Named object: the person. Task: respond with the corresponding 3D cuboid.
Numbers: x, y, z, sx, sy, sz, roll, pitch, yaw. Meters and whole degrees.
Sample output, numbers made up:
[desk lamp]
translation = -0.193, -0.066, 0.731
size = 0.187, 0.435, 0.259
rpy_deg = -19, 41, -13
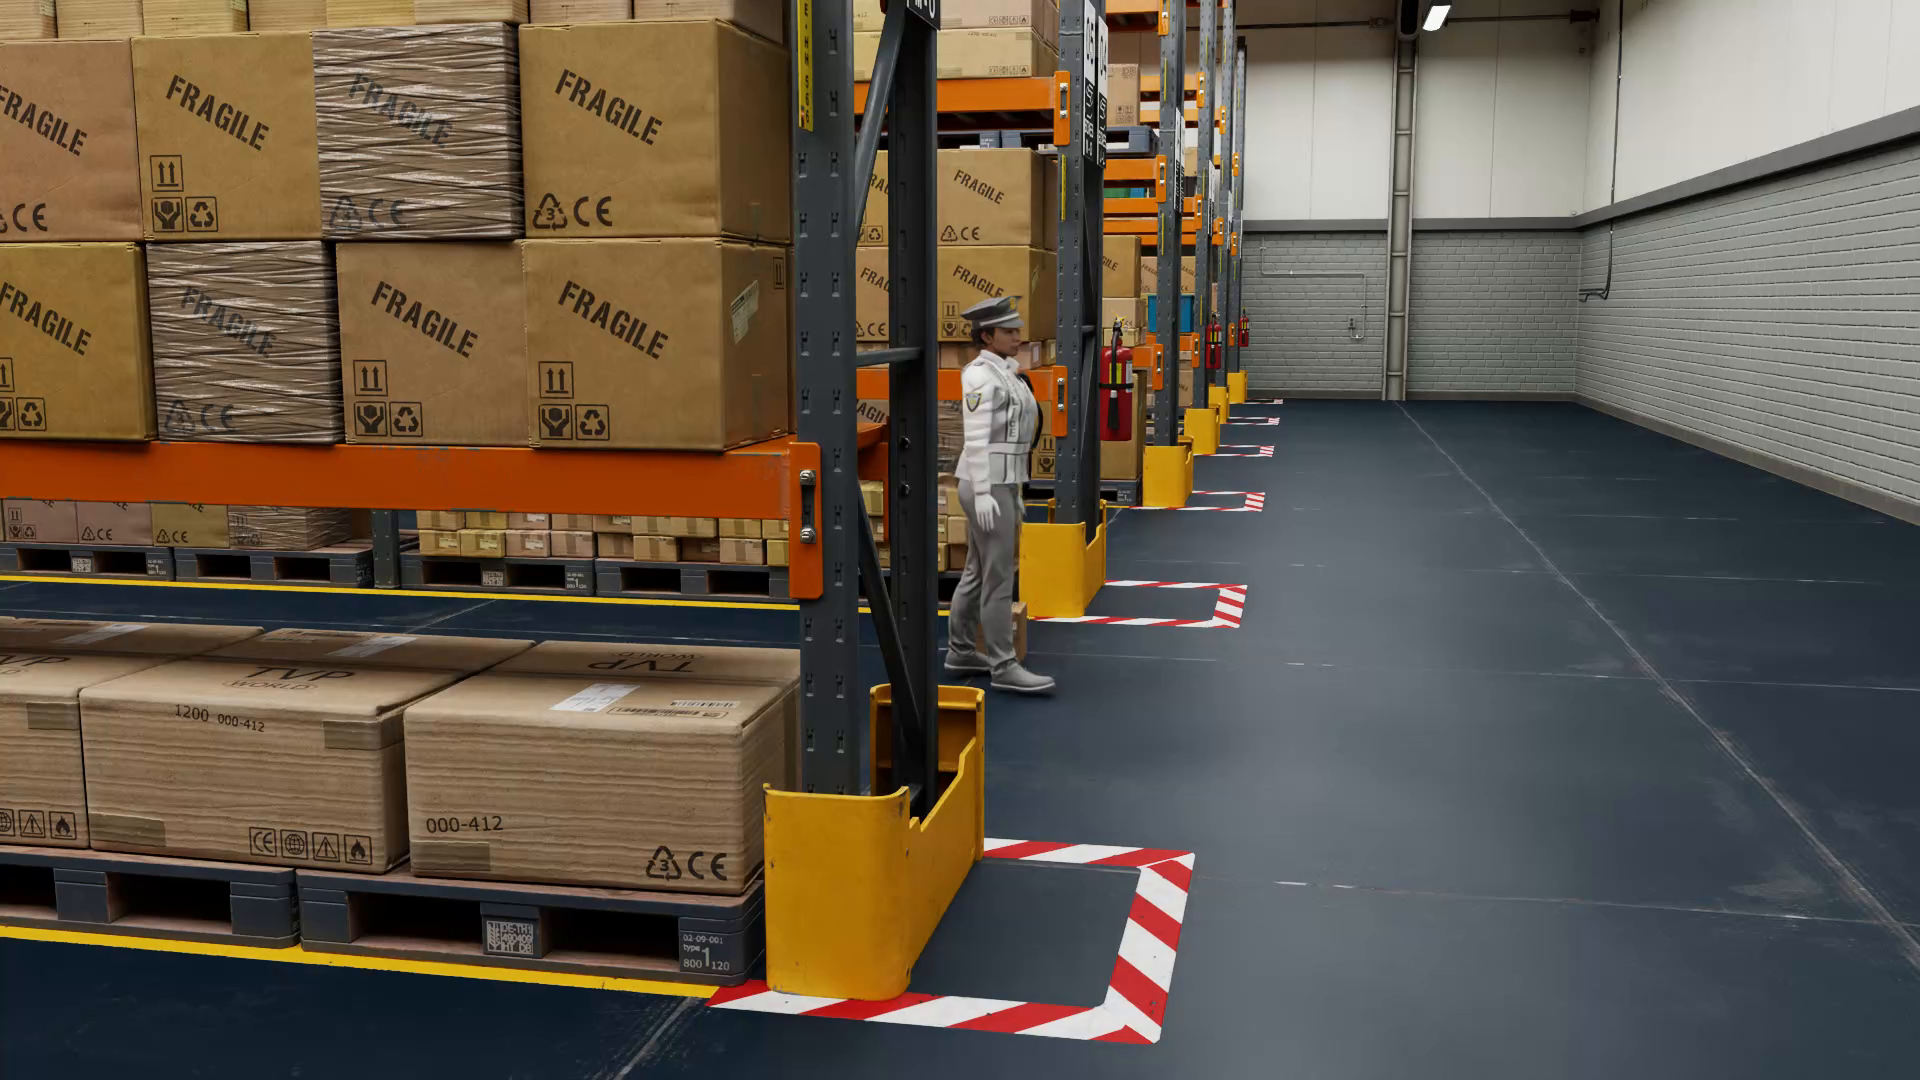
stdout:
[person]
translation = 0.165, -0.207, 7.107
size = 0.560, 1.665, 0.628
rpy_deg = 2, 8, 15
